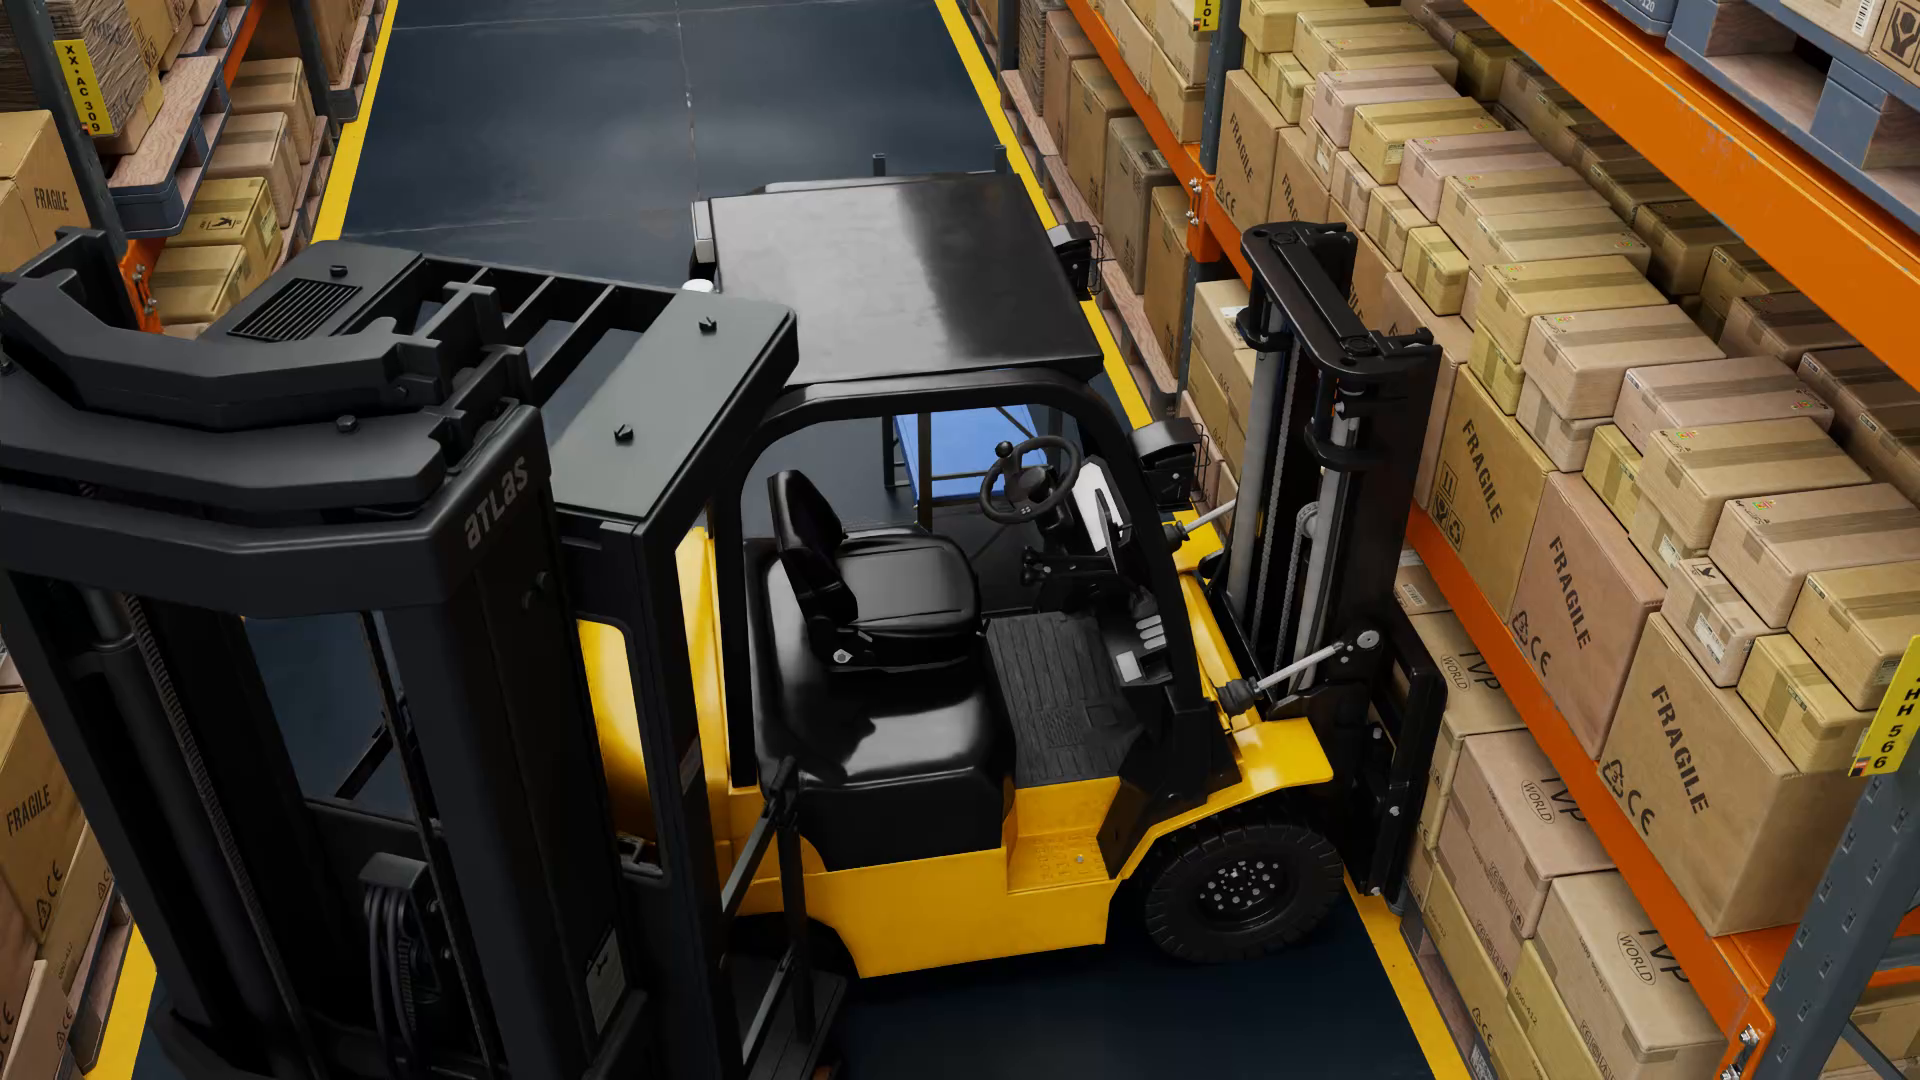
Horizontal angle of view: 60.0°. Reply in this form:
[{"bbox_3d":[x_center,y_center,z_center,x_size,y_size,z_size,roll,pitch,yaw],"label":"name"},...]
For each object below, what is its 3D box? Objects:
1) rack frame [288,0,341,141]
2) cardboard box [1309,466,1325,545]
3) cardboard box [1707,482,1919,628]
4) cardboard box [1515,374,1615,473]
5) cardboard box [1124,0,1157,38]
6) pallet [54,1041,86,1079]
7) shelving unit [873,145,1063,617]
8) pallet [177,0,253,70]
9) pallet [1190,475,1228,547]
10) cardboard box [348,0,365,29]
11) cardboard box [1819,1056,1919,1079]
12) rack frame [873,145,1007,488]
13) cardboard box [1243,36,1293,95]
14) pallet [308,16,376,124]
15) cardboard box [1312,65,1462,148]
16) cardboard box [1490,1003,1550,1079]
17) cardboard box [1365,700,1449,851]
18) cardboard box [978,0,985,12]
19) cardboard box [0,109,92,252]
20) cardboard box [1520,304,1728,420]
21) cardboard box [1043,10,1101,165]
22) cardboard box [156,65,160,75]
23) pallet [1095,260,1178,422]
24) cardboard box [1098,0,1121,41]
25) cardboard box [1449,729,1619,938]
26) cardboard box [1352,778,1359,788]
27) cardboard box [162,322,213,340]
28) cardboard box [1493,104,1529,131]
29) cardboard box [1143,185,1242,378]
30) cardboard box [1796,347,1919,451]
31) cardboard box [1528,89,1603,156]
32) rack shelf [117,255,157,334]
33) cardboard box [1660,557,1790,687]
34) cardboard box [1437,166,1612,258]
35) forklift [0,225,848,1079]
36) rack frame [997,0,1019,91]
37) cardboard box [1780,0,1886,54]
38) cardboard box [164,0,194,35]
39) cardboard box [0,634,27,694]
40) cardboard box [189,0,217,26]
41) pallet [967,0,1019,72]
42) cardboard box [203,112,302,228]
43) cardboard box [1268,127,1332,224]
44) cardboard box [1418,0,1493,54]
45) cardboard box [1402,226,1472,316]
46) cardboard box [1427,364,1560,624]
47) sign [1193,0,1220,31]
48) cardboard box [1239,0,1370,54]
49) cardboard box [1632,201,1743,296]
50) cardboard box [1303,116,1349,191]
[{"bbox_3d":[-4.154,-3.515,8.830,1.000,3.000,0.127,-6,38,-8],"label":"rack frame"},{"bbox_3d":[1.388,-0.175,5.614,0.500,0.250,0.500,-5,38,-6],"label":"cardboard box"},{"bbox_3d":[1.791,0.028,3.416,0.380,0.149,0.250,-6,38,-8],"label":"cardboard box"},{"bbox_3d":[1.614,-0.316,4.101,0.380,0.149,0.250,-7,38,-9],"label":"cardboard box"},{"bbox_3d":[0.999,-2.353,7.048,0.500,0.250,0.500,-7,38,-9],"label":"cardboard box"},{"bbox_3d":[-2.872,1.878,4.161,1.003,0.211,1.213,-6,38,-8],"label":"pallet"},{"bbox_3d":[0.015,-0.541,6.224,0.538,1.500,1.048,-6,38,-8],"label":"shelving unit"},{"bbox_3d":[-3.766,-2.248,7.355,1.003,0.211,1.213,-6,38,-8],"label":"pallet"},{"bbox_3d":[1.532,-0.049,6.641,1.003,0.211,1.213,-6,38,-8],"label":"pallet"},{"bbox_3d":[-4.345,-3.807,10.595,0.875,0.875,0.875,-6,38,-7],"label":"cardboard box"},{"bbox_3d":[2.257,1.197,4.256,0.500,0.250,0.500,-6,38,-7],"label":"cardboard box"},{"bbox_3d":[-0.074,-0.848,6.619,0.500,1.500,0.032,-6,38,-8],"label":"rack frame"},{"bbox_3d":[1.231,-1.710,5.896,0.380,0.149,0.250,-7,38,-9],"label":"cardboard box"},{"bbox_3d":[-4.218,-2.898,10.309,1.003,0.211,1.213,-6,38,-8],"label":"pallet"},{"bbox_3d":[1.330,-1.356,5.198,0.380,0.149,0.250,-5,38,-7],"label":"cardboard box"},{"bbox_3d":[1.742,1.451,4.336,0.500,0.250,0.500,-6,38,-8],"label":"cardboard box"},{"bbox_3d":[1.553,0.629,4.987,0.500,0.250,0.500,-7,38,-9],"label":"cardboard box"},{"bbox_3d":[0.369,-3.766,10.847,0.500,0.500,0.500,-7,38,-9],"label":"cardboard box"},{"bbox_3d":[-3.130,-1.015,5.287,0.500,0.500,0.500,-7,38,-9],"label":"cardboard box"},{"bbox_3d":[1.593,-0.431,4.007,0.380,0.149,0.250,-5,38,-7],"label":"cardboard box"},{"bbox_3d":[0.951,-2.507,9.126,0.875,0.625,0.625,-5,38,-6],"label":"cardboard box"},{"bbox_3d":[-3.398,-1.848,6.547,0.380,0.149,0.250,-4,38,-5],"label":"cardboard box"},{"bbox_3d":[1.266,-0.975,7.833,1.003,0.211,1.213,-6,38,-8],"label":"pallet"},{"bbox_3d":[0.937,-2.459,7.592,0.500,0.250,0.500,-6,38,-8],"label":"cardboard box"},{"bbox_3d":[1.652,0.753,4.419,0.500,0.250,0.500,-6,38,-7],"label":"cardboard box"},{"bbox_3d":[1.472,0.535,5.515,0.500,0.250,0.500,-5,38,-7],"label":"cardboard box"},{"bbox_3d":[-3.547,-0.544,6.805,0.950,0.372,0.625,-6,38,-7],"label":"cardboard box"},{"bbox_3d":[1.943,-1.304,5.373,0.380,0.149,0.250,-6,38,-8],"label":"cardboard box"},{"bbox_3d":[1.331,-1.177,7.414,0.875,0.625,0.625,-5,38,-6],"label":"cardboard box"},{"bbox_3d":[2.185,-0.329,3.876,0.380,0.149,0.250,-6,38,-8],"label":"cardboard box"},{"bbox_3d":[1.981,-1.270,5.088,0.380,0.149,0.250,-7,38,-9],"label":"cardboard box"},{"bbox_3d":[-3.102,0.393,4.386,1.077,0.370,4.000,-6,38,-8],"label":"rack shelf"},{"bbox_3d":[1.724,0.155,3.496,0.380,0.149,0.250,-6,38,-7],"label":"cardboard box"},{"bbox_3d":[1.563,-0.906,4.618,0.380,0.149,0.250,-6,38,-8],"label":"cardboard box"},{"bbox_3d":[-0.956,0.530,3.679,1.130,2.935,3.031,10,39,12],"label":"forklift"},{"bbox_3d":[0.733,-4.051,9.520,1.000,3.000,0.127,-6,38,-8],"label":"rack frame"},{"bbox_3d":[1.691,-0.978,2.900,0.380,0.149,0.250,-7,38,-9],"label":"cardboard box"},{"bbox_3d":[-3.414,-2.339,6.649,0.500,0.500,0.500,-6,38,-8],"label":"cardboard box"},{"bbox_3d":[-2.903,0.468,4.990,0.500,0.500,0.500,-4,38,-6],"label":"cardboard box"},{"bbox_3d":[-3.439,-2.324,7.159,0.380,0.149,0.250,-5,38,-6],"label":"cardboard box"},{"bbox_3d":[0.639,-3.405,10.961,1.003,0.211,1.213,-6,38,-8],"label":"pallet"},{"bbox_3d":[-3.927,-1.856,8.494,0.950,0.372,0.625,-7,38,-9],"label":"cardboard box"},{"bbox_3d":[1.362,-1.066,5.596,0.500,0.500,0.500,-6,38,-7],"label":"cardboard box"},{"bbox_3d":[1.790,-1.732,5.682,0.380,0.149,0.250,-7,38,-9],"label":"cardboard box"},{"bbox_3d":[1.482,-0.774,4.691,0.380,0.149,0.250,-7,38,-9],"label":"cardboard box"},{"bbox_3d":[1.618,-0.152,4.419,0.500,0.500,0.500,-7,38,-9],"label":"cardboard box"},{"bbox_3d":[0.901,-1.997,5.996,0.100,0.325,0.005,-6,38,-8],"label":"sign"},{"bbox_3d":[1.198,-1.824,5.800,0.380,0.149,0.250,-5,38,-7],"label":"cardboard box"},{"bbox_3d":[2.044,-0.796,4.476,0.380,0.149,0.250,-6,38,-8],"label":"cardboard box"},{"bbox_3d":[1.321,-1.243,5.294,0.380,0.149,0.250,-5,38,-7],"label":"cardboard box"}]
